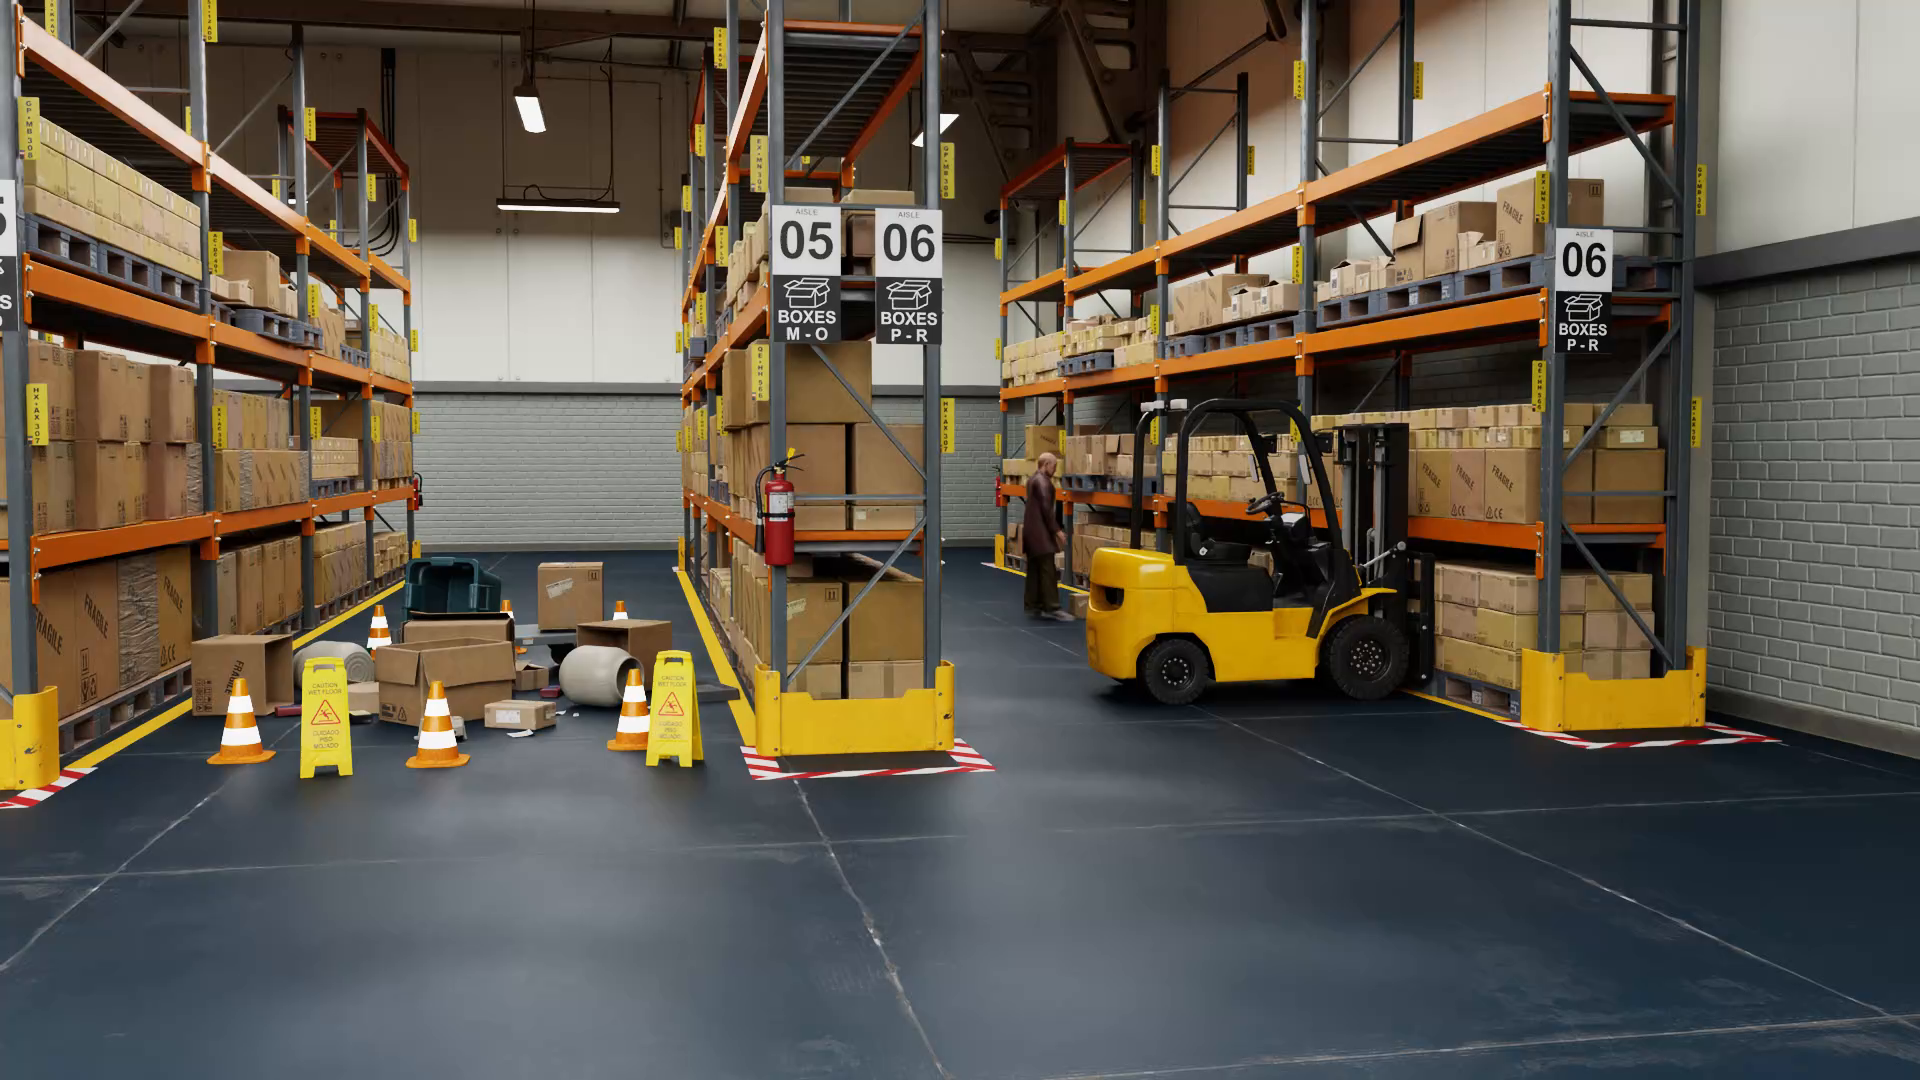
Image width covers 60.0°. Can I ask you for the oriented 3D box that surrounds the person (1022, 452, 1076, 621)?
[{"bbox_3d":[0.935,-0.044,17.903,0.507,1.799,0.587,-1,3,-11],"label":"person"}]
